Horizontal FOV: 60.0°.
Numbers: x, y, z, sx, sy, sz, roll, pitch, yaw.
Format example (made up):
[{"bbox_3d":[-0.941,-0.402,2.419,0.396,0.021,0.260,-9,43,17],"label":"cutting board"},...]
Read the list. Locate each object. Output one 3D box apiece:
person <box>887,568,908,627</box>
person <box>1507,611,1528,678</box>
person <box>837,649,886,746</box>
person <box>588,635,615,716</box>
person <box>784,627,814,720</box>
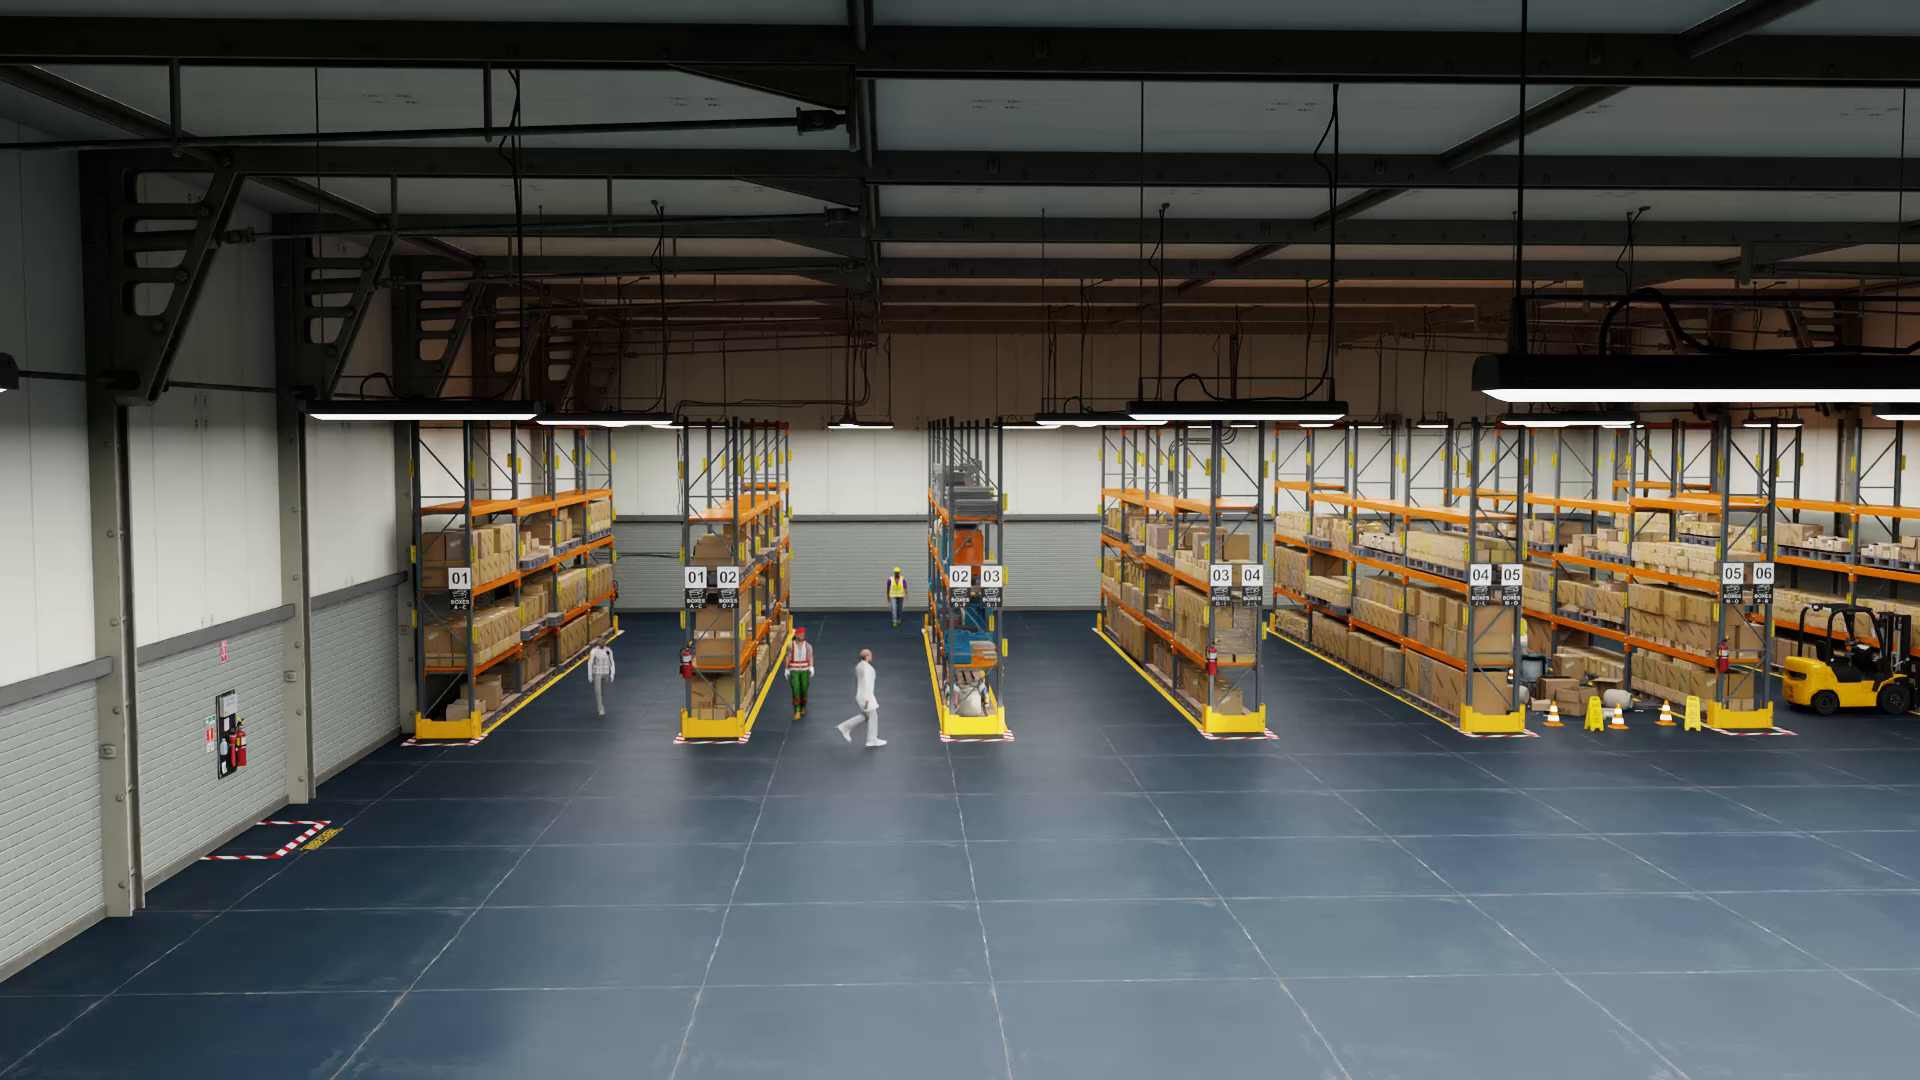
[{"bbox_3d":[-1.847,1.665,48.901,0.617,1.711,1.081,0,4,-4],"label":"person"},{"bbox_3d":[12.857,2.426,38.270,0.504,1.702,0.626,-1,4,-12],"label":"person"},{"bbox_3d":[-1.785,2.858,30.224,0.882,1.754,0.571,0,4,-7],"label":"person"},{"bbox_3d":[-7.197,2.703,33.491,0.500,1.613,1.019,-3,4,-34],"label":"person"},{"bbox_3d":[-3.189,2.665,33.318,0.563,1.805,0.669,-1,4,-19],"label":"person"}]
